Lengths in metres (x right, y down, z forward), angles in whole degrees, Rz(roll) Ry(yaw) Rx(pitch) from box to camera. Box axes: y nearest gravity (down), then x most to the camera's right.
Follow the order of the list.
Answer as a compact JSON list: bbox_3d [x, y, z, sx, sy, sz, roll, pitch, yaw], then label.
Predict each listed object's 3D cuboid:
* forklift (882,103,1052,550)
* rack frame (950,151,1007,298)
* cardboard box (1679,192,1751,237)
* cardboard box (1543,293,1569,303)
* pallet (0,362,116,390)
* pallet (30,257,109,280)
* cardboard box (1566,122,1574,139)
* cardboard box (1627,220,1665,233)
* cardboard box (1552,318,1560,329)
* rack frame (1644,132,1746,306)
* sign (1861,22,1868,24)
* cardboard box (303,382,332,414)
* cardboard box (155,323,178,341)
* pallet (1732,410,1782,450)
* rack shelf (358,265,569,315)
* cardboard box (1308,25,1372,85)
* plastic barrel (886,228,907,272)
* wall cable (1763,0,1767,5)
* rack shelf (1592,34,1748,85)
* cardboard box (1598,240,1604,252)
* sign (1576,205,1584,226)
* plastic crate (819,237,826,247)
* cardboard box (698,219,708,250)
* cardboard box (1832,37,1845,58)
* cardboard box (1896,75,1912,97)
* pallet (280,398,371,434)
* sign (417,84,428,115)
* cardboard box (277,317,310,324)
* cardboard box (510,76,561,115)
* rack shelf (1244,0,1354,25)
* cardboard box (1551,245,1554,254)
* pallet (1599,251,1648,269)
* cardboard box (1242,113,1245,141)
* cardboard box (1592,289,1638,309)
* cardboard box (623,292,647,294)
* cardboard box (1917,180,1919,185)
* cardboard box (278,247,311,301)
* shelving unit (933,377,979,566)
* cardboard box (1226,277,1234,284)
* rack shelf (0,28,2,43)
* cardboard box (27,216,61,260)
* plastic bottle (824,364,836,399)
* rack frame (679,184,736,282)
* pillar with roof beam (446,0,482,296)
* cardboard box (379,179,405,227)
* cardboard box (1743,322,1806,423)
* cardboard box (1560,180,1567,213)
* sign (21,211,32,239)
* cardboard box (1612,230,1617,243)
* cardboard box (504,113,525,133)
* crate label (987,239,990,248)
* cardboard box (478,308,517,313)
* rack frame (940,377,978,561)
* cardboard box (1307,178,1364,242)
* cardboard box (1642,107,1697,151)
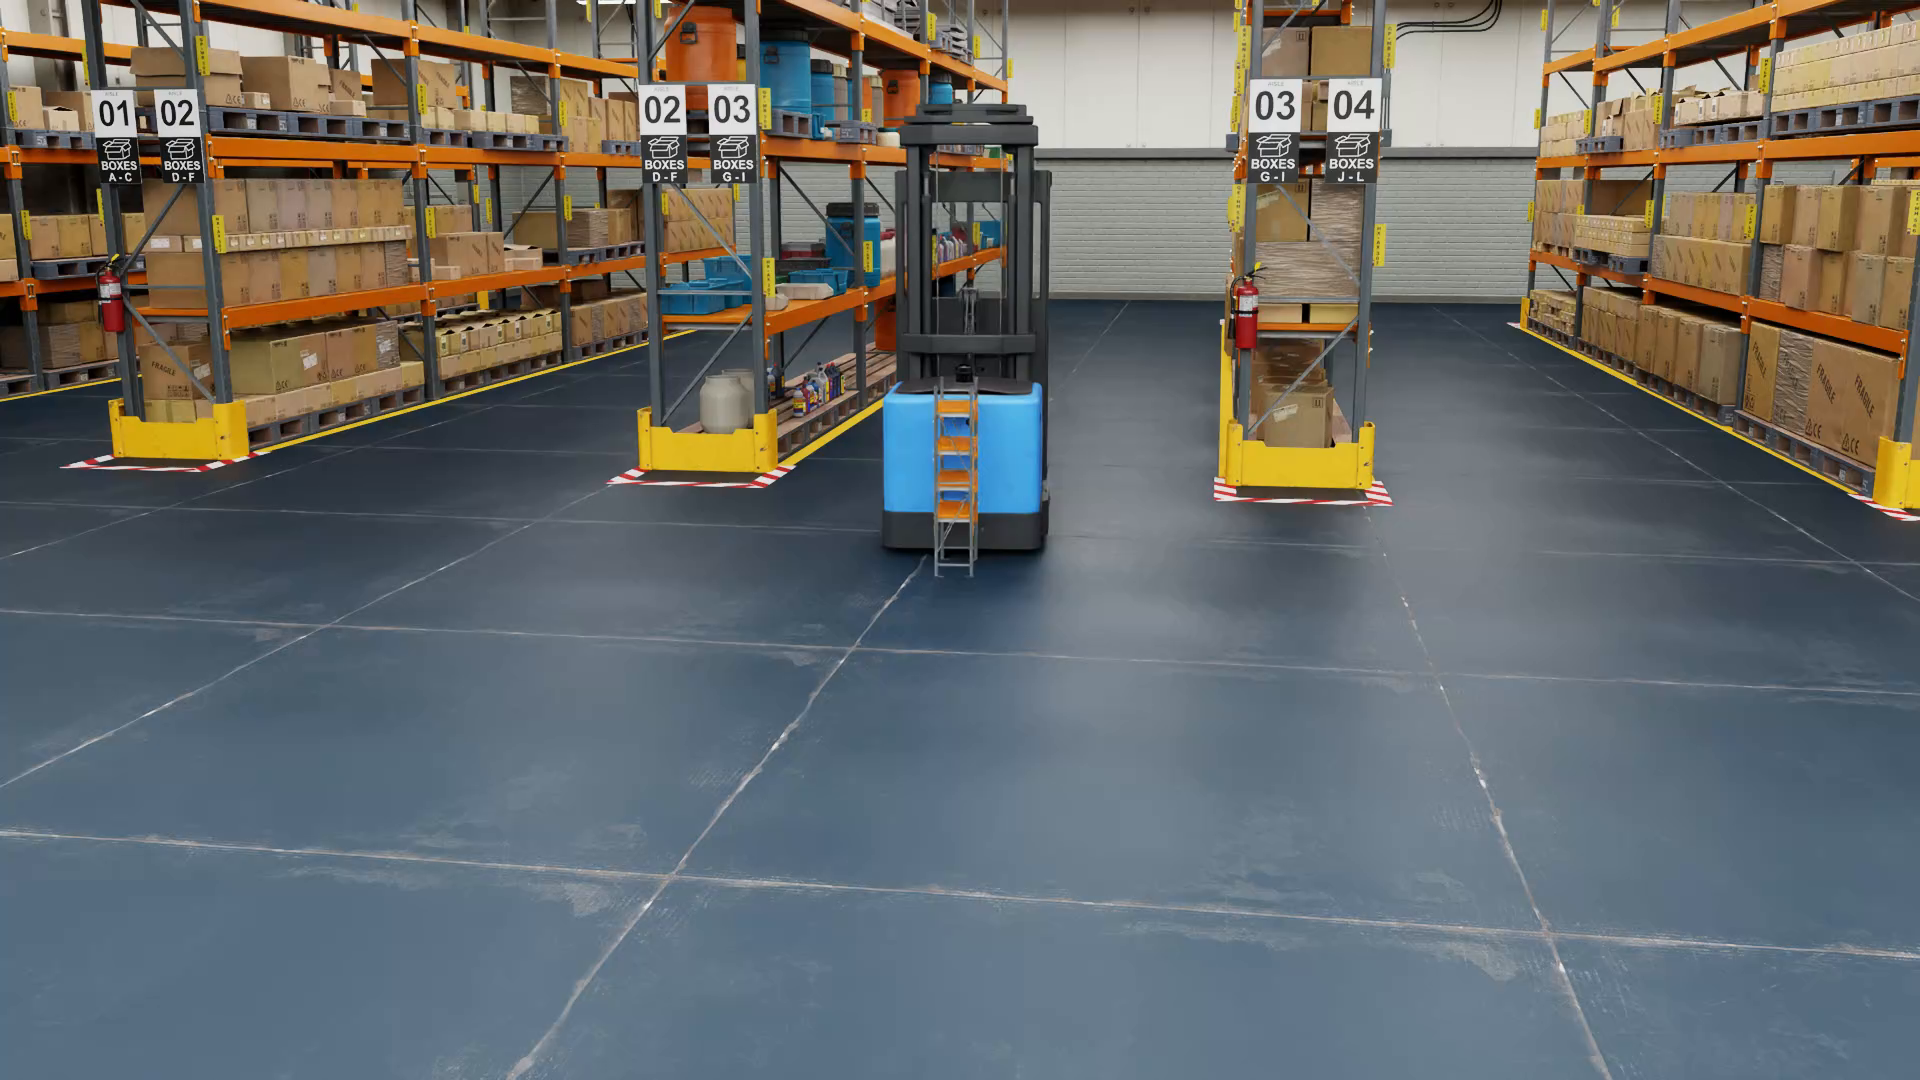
[{"bbox_3d":[9.180,-2.004,13.837,18.991,2.935,7.886,1,12,4],"label":"forklift"},{"bbox_3d":[0.322,-5.405,29.451,1.000,3.000,0.127,2,12,9],"label":"rack frame"},{"bbox_3d":[8.716,-3.736,19.099,0.700,0.500,0.500,2,12,8],"label":"cardboard box"},{"bbox_3d":[9.640,-3.903,26.841,0.380,0.149,0.250,1,12,6],"label":"cardboard box"},{"bbox_3d":[-11.194,-2.026,20.396,1.003,0.211,1.213,2,12,9],"label":"pallet"},{"bbox_3d":[-11.051,-3.288,20.086,1.003,0.211,1.213,2,12,9],"label":"pallet"},{"bbox_3d":[9.474,-6.188,25.136,0.500,0.250,0.500,2,12,11],"label":"cardboard box"},{"bbox_3d":[8.494,-3.887,20.598,0.380,0.149,0.250,1,12,6],"label":"cardboard box"},{"bbox_3d":[9.369,-3.349,25.685,0.380,0.149,0.250,2,12,9],"label":"cardboard box"},{"bbox_3d":[8.871,-3.397,20.136,1.000,3.000,0.127,2,12,9],"label":"rack frame"},{"bbox_3d":[14.461,-8.409,26.559,0.100,0.325,0.005,2,12,9],"label":"sign"},{"bbox_3d":[-6.579,-1.409,16.441,0.500,0.250,0.500,2,12,9],"label":"cardboard box"},{"bbox_3d":[-10.950,-2.798,22.247,0.700,0.500,0.500,2,12,9],"label":"cardboard box"},{"bbox_3d":[8.062,-1.045,15.843,1.003,0.211,1.213,2,12,9],"label":"pallet"},{"bbox_3d":[-6.109,-3.132,20.616,1.077,0.370,4.000,2,12,9],"label":"rack shelf"},{"bbox_3d":[3.251,-4.119,14.235,0.500,0.500,0.500,2,12,8],"label":"cardboard box"},{"bbox_3d":[-0.680,-3.699,21.216,0.600,0.536,0.708,2,12,9],"label":"plastic barrel"},{"bbox_3d":[15.605,-9.049,32.121,0.463,3.000,0.029,2,12,9],"label":"wall cable"},{"bbox_3d":[9.179,-6.199,21.553,1.077,0.370,4.000,2,12,9],"label":"rack shelf"},{"bbox_3d":[8.734,-3.921,22.165,0.380,0.149,0.250,1,12,6],"label":"cardboard box"},{"bbox_3d":[8.949,-4.669,23.982,0.100,0.325,0.005,2,12,9],"label":"sign"},{"bbox_3d":[-1.459,-3.444,20.202,0.402,0.464,0.583,2,12,9],"label":"plastic crate"},{"bbox_3d":[-4.607,-5.196,28.246,0.500,0.500,0.500,2,12,8],"label":"cardboard box"},{"bbox_3d":[7.631,-4.170,14.074,0.380,0.149,0.250,2,12,8],"label":"cardboard box"},{"bbox_3d":[7.397,-3.462,12.679,0.380,0.149,0.250,2,12,9],"label":"cardboard box"},{"bbox_3d":[-6.766,-1.286,16.958,1.003,0.211,1.213,2,12,9],"label":"pallet"},{"bbox_3d":[-5.868,-4.808,18.148,0.100,0.325,0.005,2,12,9],"label":"sign"},{"bbox_3d":[-10.313,-3.546,24.931,0.750,0.750,0.750,2,12,8],"label":"cardboard box"},{"bbox_3d":[-5.728,-5.995,22.461,0.500,0.500,0.500,2,12,9],"label":"cardboard box"},{"bbox_3d":[3.063,-4.909,14.628,1.077,0.370,4.000,2,12,9],"label":"rack shelf"},{"bbox_3d":[9.599,-4.610,26.359,0.380,0.149,0.250,2,12,8],"label":"cardboard box"},{"bbox_3d":[9.135,-3.717,22.074,1.003,0.211,1.213,2,12,9],"label":"pallet"},{"bbox_3d":[2.885,-3.840,15.429,0.500,0.250,0.500,1,12,6],"label":"cardboard box"},{"bbox_3d":[9.033,-3.323,22.951,0.500,0.250,0.500,2,12,10],"label":"cardboard box"},{"bbox_3d":[-4.979,-3.614,26.033,0.500,0.500,0.500,2,12,8],"label":"cardboard box"},{"bbox_3d":[14.346,-5.229,24.486,0.380,0.149,0.250,2,12,8],"label":"cardboard box"},{"bbox_3d":[-6.790,-2.593,16.170,0.700,0.500,0.500,2,12,9],"label":"cardboard box"},{"bbox_3d":[-0.023,-0.403,10.514,0.258,1.200,0.499,1,12,4],"label":"shelving unit"},{"bbox_3d":[4.386,-3.258,23.538,1.225,0.875,0.875,1,12,7],"label":"cardboard box"},{"bbox_3d":[-11.620,-5.391,16.862,1.077,0.370,4.000,2,12,9],"label":"rack shelf"},{"bbox_3d":[-11.200,-3.596,19.779,0.700,0.500,0.500,2,12,9],"label":"cardboard box"},{"bbox_3d":[-1.367,-1.643,17.242,0.144,0.351,0.185,1,12,6],"label":"plastic bottle"},{"bbox_3d":[-4.571,-5.566,30.199,1.000,3.000,0.127,2,12,9],"label":"rack frame"},{"bbox_3d":[-5.652,-9.109,32.399,9.100,9.000,0.400,2,12,9],"label":"pillar with roof beam"},{"bbox_3d":[-6.479,-3.658,18.032,0.700,0.500,0.500,2,12,9],"label":"cardboard box"},{"bbox_3d":[8.090,-1.602,15.855,0.875,0.875,0.875,2,12,10],"label":"cardboard box"},{"bbox_3d":[9.459,-5.233,25.339,0.500,0.500,0.500,2,12,10],"label":"cardboard box"},{"bbox_3d":[-10.775,-3.635,19.184,0.100,0.325,0.005,2,12,9],"label":"sign"},{"bbox_3d":[8.614,-3.905,21.386,0.380,0.149,0.250,2,12,9],"label":"cardboard box"},{"bbox_3d":[-5.879,-5.293,21.172,0.500,0.250,0.500,2,12,10],"label":"cardboard box"},{"bbox_3d":[0.298,-5.011,28.107,0.396,0.136,0.243,2,12,9],"label":"crate label"},{"bbox_3d":[-6.173,-2.936,22.197,0.500,0.311,0.500,2,12,11],"label":"cardboard box"},{"bbox_3d":[-0.007,-0.453,10.749,0.240,1.200,0.015,1,12,4],"label":"rack frame"},{"bbox_3d":[3.110,-2.702,13.595,0.500,0.500,0.500,2,12,9],"label":"cardboard box"},{"bbox_3d":[8.708,-5.039,20.399,0.500,0.500,0.500,2,12,9],"label":"cardboard box"}]
